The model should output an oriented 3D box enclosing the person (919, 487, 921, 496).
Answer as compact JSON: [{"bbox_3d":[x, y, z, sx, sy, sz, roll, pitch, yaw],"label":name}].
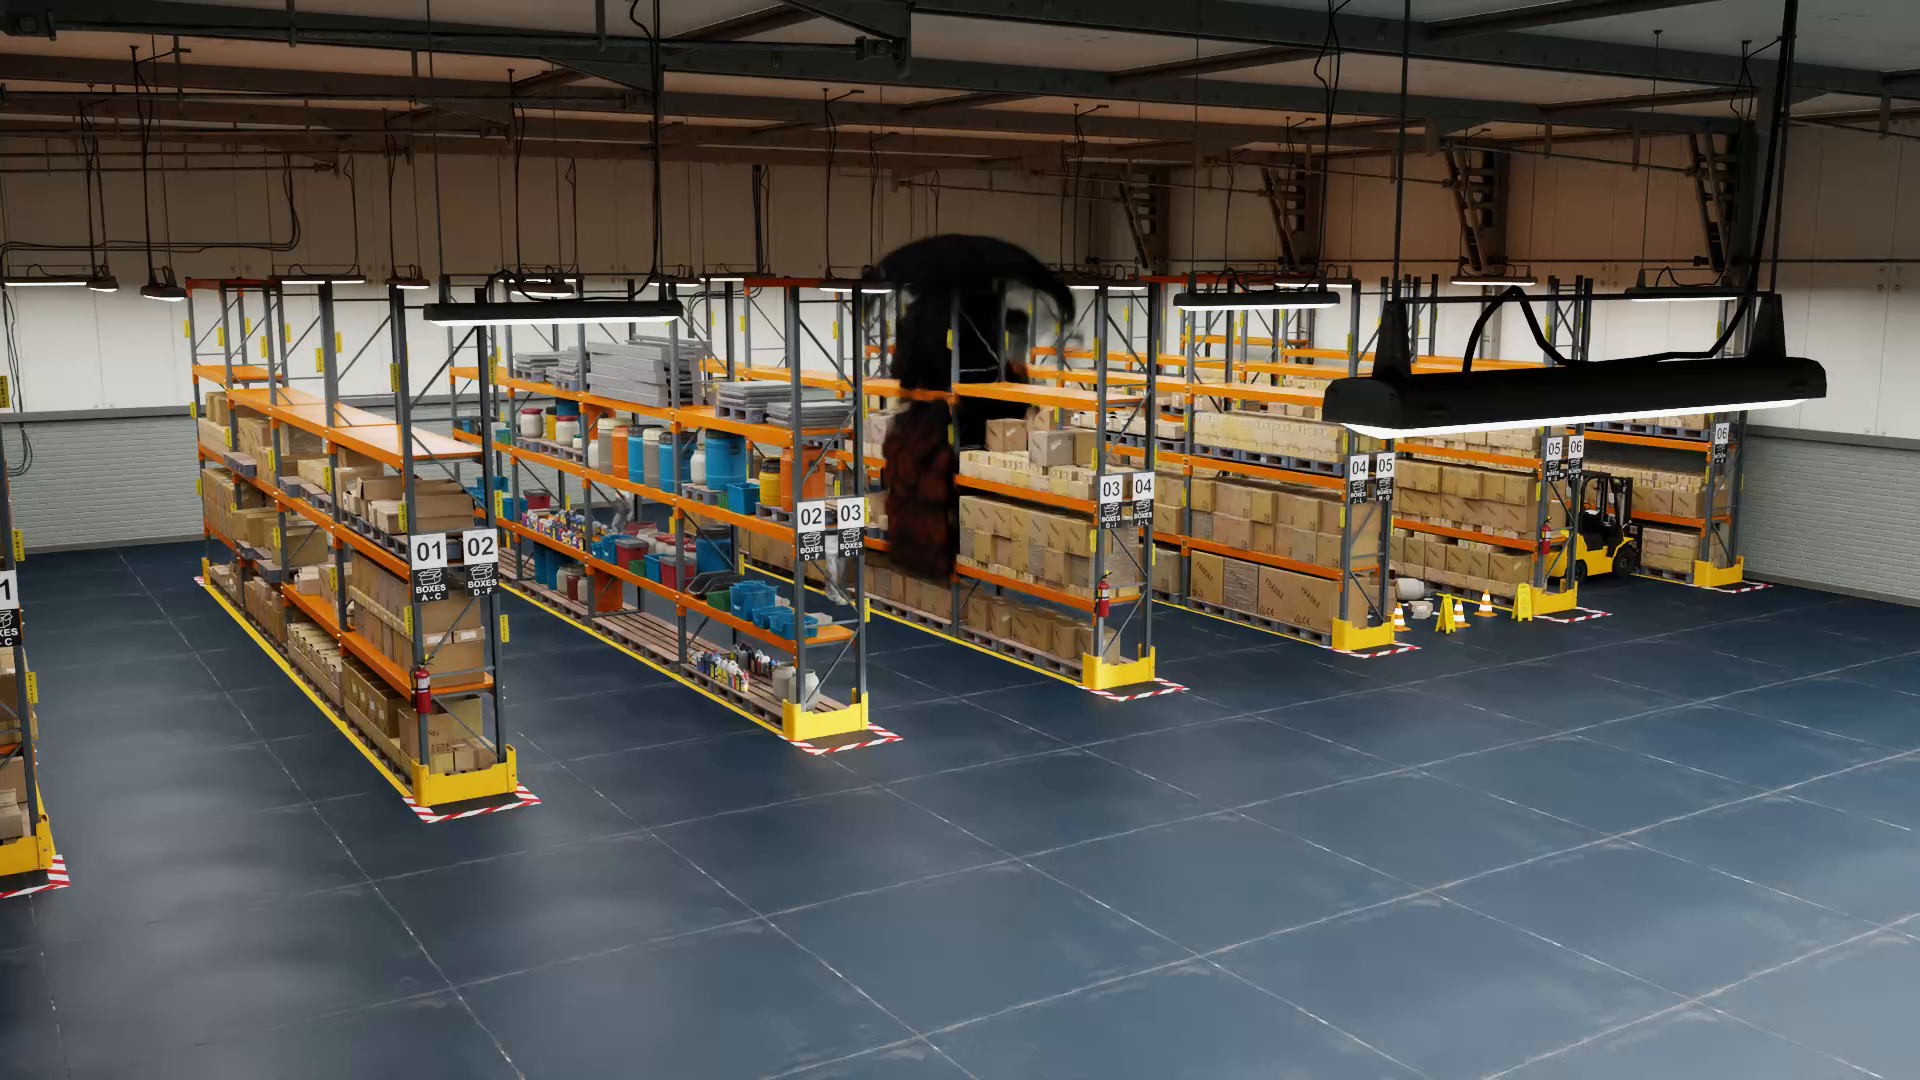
[{"bbox_3d":[-0.838,-1.456,41.705,0.822,1.709,0.695,6,11,31],"label":"person"}]

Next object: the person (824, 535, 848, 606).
[{"bbox_3d":[-2.223,0.254,29.440,0.696,1.793,0.873,-7,12,-36],"label":"person"}]

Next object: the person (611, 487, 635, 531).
[{"bbox_3d":[-7.800,-0.946,38.603,0.699,1.719,0.548,-5,11,-26],"label":"person"}]

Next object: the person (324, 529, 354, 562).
[{"bbox_3d":[-12.748,-0.160,33.787,0.737,1.764,0.772,6,11,33],"label":"person"}]
